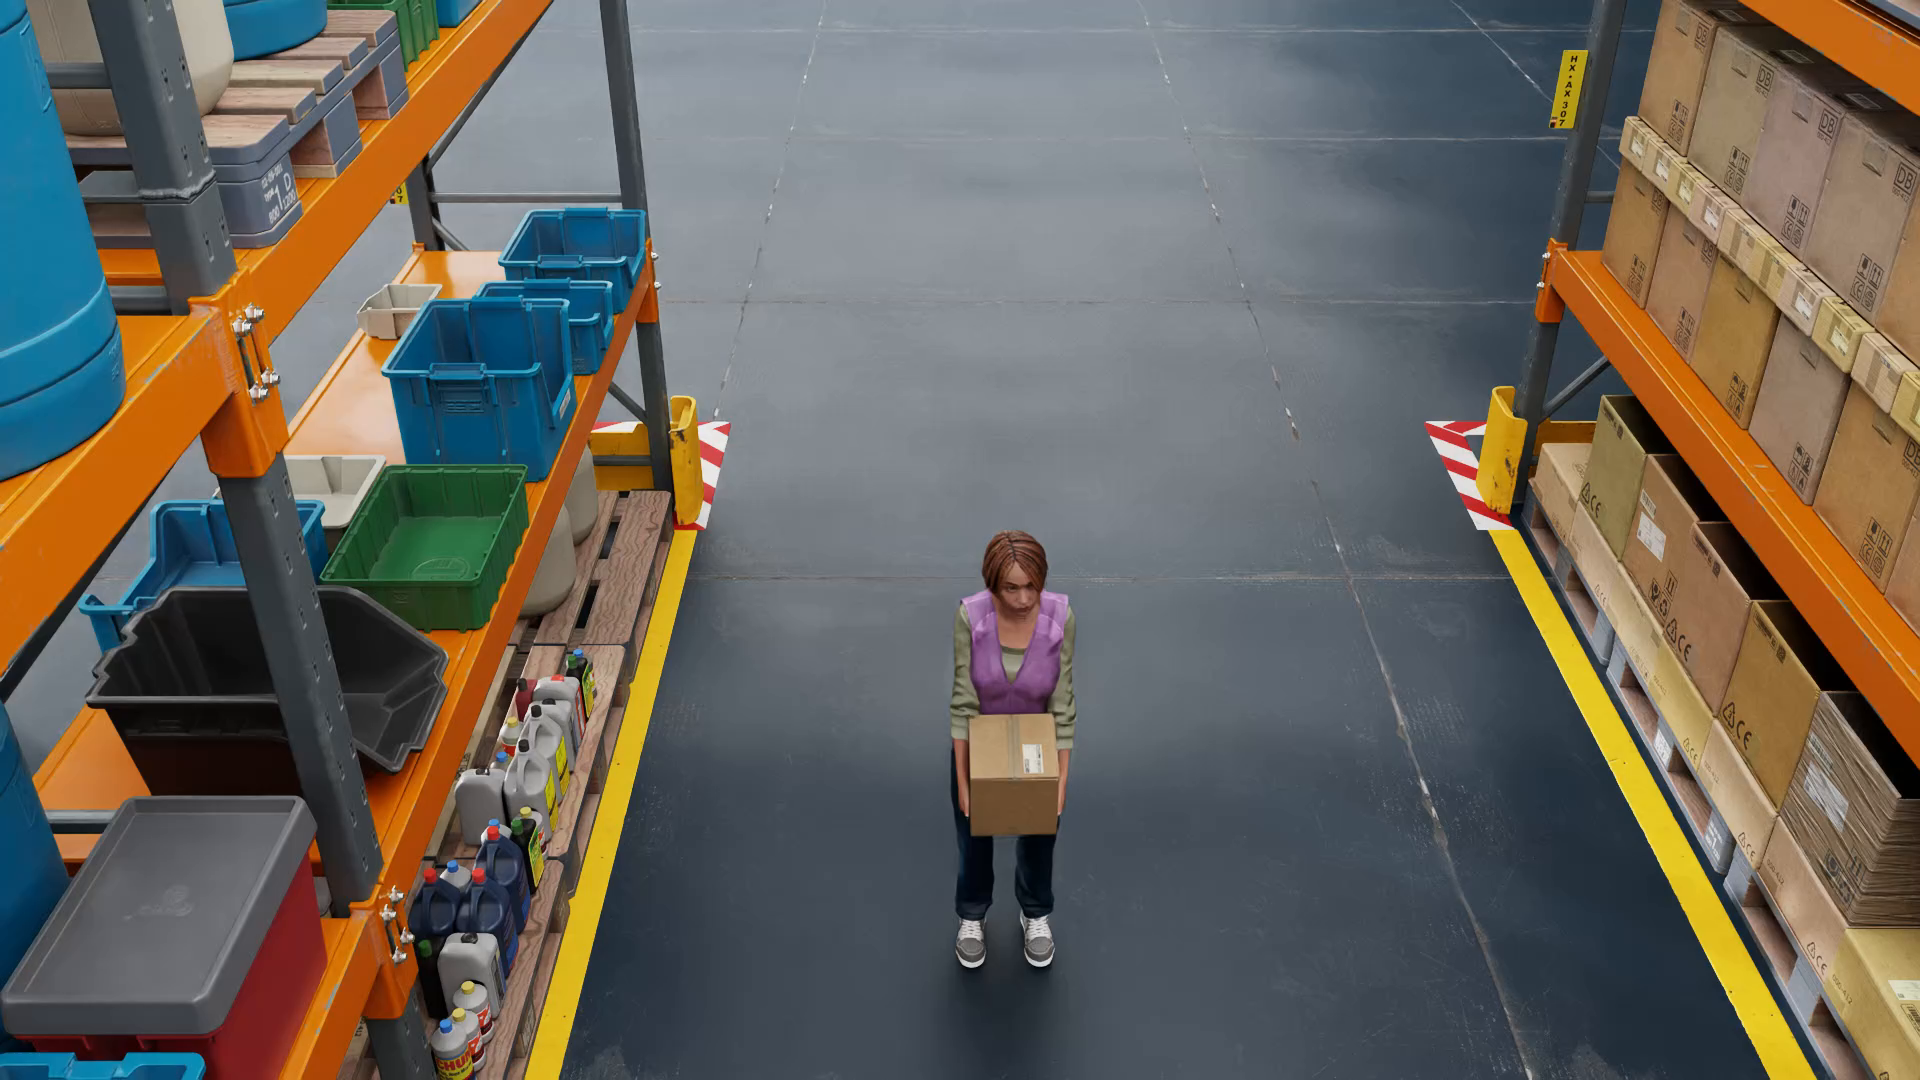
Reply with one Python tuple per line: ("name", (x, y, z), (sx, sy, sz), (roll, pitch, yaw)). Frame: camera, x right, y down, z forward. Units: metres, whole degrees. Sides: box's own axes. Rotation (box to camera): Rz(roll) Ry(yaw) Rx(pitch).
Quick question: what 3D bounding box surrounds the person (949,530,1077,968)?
("person", (0.155, 0.688, 5.049), (0.375, 1.598, 0.508), (-1, 32, -1))
